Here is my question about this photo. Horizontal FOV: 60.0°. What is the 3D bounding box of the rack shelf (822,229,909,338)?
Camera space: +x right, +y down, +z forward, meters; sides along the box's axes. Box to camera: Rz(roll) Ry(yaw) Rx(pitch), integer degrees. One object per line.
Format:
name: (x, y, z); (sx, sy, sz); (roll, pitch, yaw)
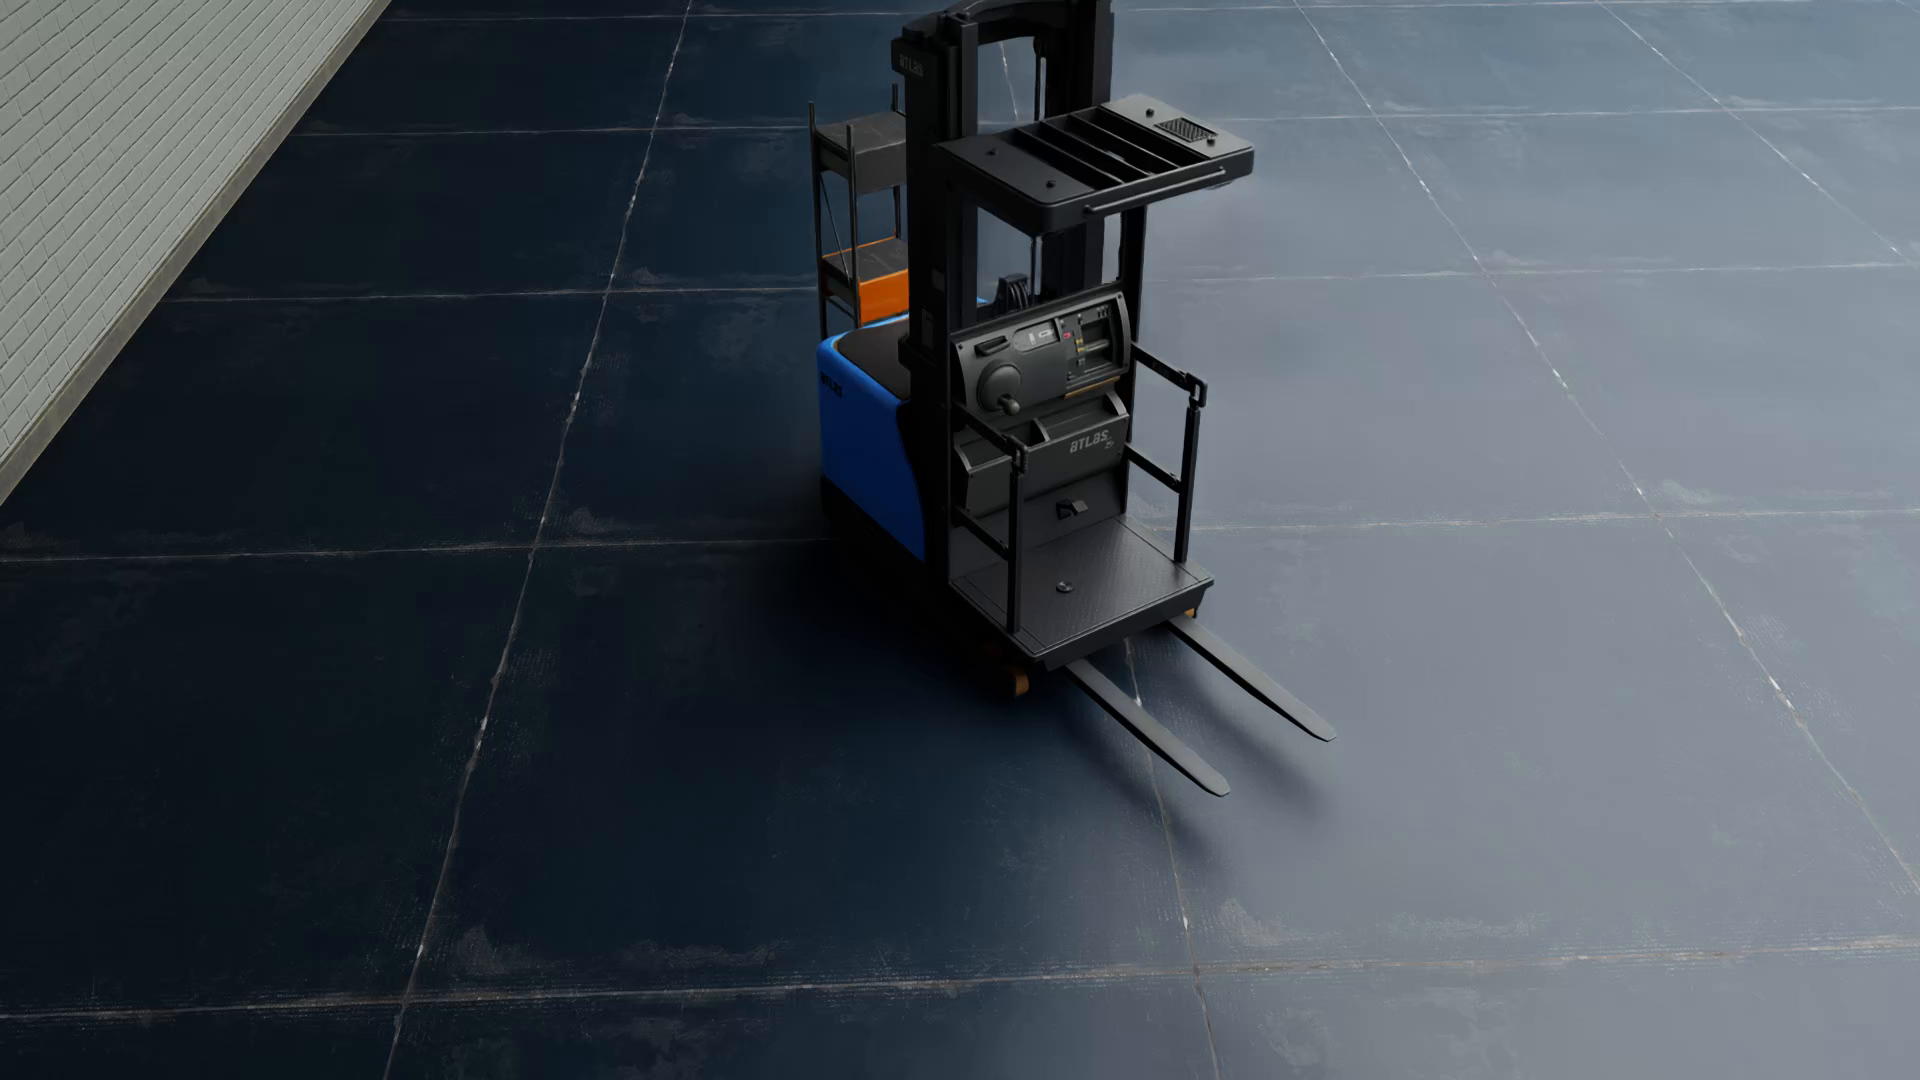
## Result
rack shelf: (-0.430, -1.280, 8.815); (0.480, 0.518, 0.431); (-21, 40, -27)

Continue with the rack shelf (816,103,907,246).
rack shelf: (-0.430, -1.856, 8.417); (0.480, 0.518, 0.431); (-21, 40, -27)

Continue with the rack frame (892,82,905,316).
rack frame: (-0.228, -1.369, 8.920); (0.015, 2.100, 0.400); (-21, 40, -27)

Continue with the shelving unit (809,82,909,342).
shelving unit: (-0.430, -1.291, 8.807); (0.503, 2.100, 0.431); (-21, 40, -27)

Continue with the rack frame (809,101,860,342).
rack frame: (-0.632, -1.214, 8.695); (0.015, 2.100, 0.400); (-21, 40, -27)

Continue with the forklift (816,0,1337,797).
forklift: (0.503, -0.782, 7.341); (1.130, 2.935, 3.031); (-21, 40, -27)
